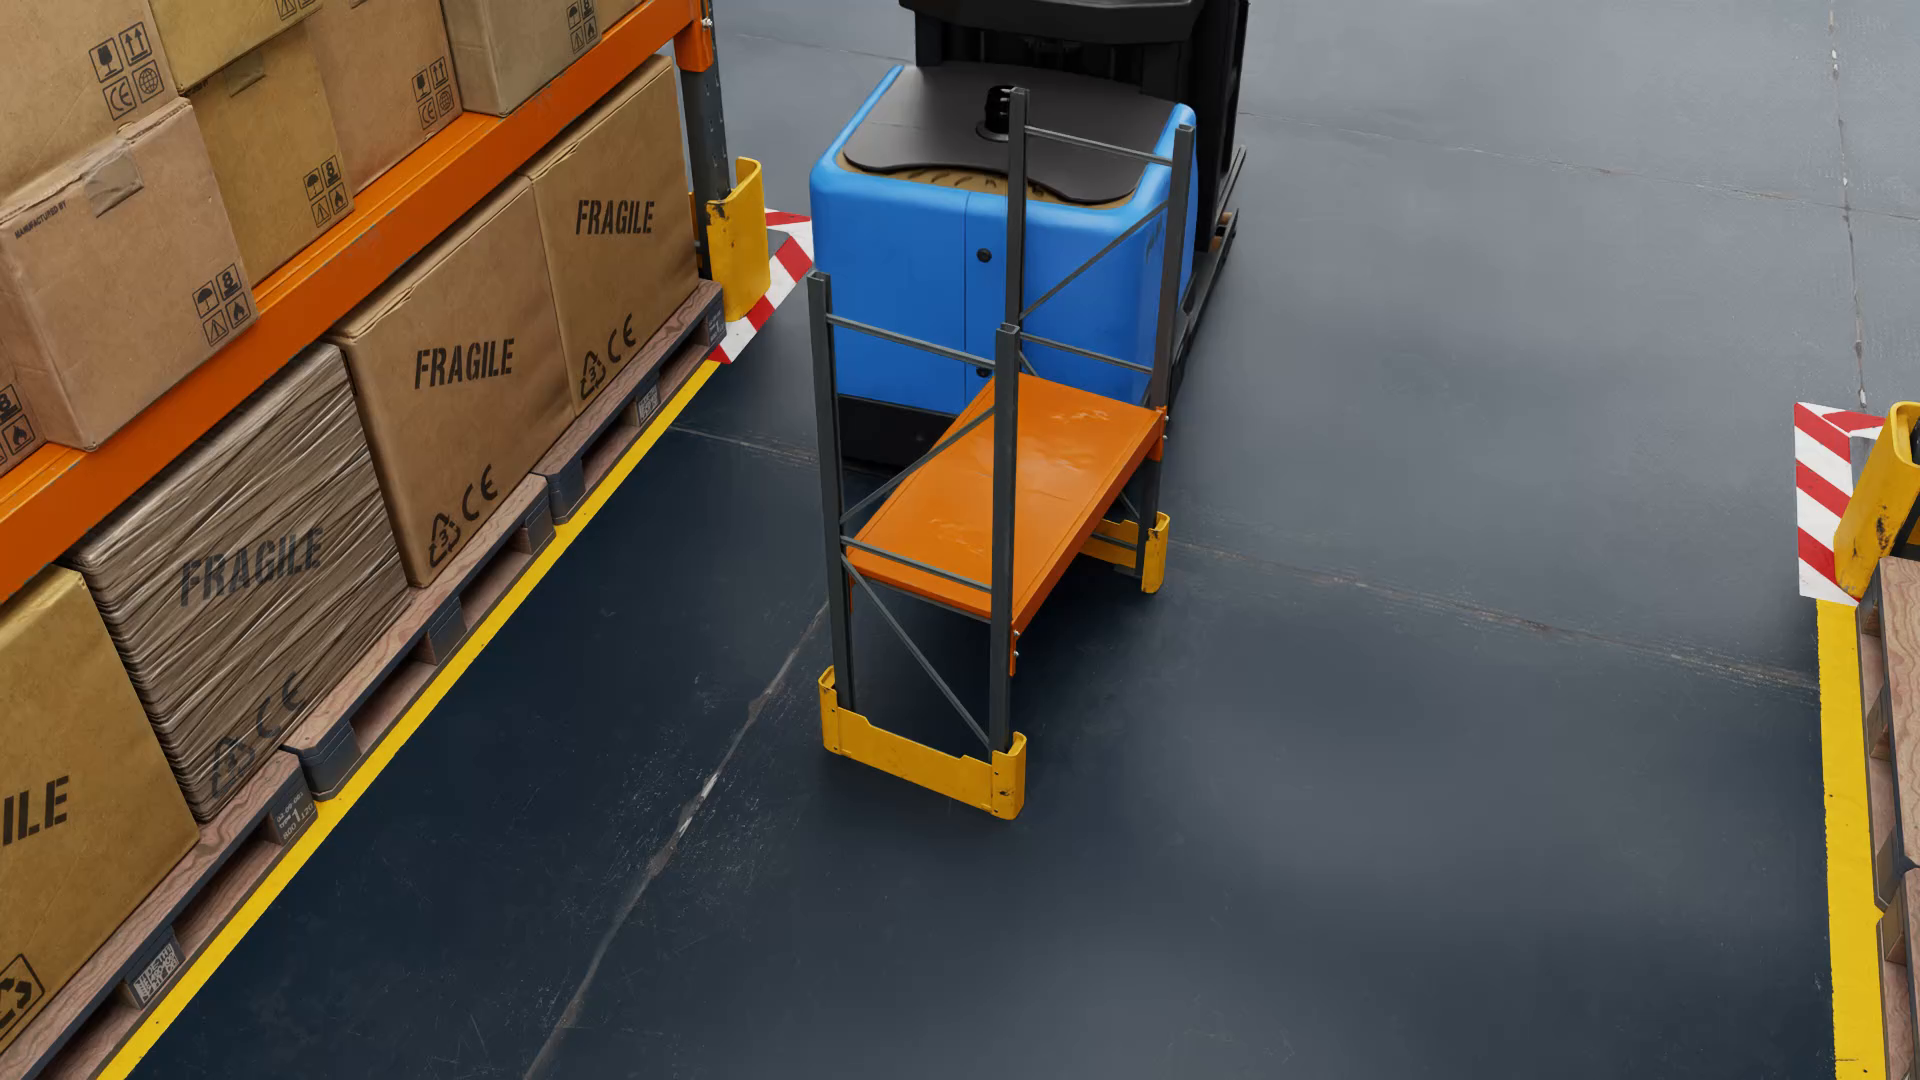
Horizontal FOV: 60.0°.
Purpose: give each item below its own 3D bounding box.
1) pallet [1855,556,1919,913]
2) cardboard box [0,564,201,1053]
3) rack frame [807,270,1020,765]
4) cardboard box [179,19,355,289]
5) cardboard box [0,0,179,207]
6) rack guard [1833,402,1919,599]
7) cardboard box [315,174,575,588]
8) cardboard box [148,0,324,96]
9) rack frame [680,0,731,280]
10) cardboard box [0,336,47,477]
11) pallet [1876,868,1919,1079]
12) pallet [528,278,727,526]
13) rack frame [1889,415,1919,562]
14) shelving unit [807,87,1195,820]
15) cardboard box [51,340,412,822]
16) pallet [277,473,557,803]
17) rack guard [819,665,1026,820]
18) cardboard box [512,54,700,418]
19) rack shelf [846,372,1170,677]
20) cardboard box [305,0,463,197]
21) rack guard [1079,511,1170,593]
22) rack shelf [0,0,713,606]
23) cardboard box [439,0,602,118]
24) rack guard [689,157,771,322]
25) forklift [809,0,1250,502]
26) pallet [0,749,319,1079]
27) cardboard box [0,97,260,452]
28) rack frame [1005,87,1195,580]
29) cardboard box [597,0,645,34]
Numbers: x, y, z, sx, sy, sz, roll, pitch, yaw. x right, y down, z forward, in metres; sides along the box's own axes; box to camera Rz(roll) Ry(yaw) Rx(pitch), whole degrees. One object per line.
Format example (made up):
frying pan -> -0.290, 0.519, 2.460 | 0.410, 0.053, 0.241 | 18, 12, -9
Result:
pallet -> 2.964, 0.596, 4.388 | 1.003, 0.211, 1.213 | 13, 42, 15
cardboard box -> -2.413, 0.559, 3.597 | 0.875, 0.875, 0.875 | 14, 42, 16
rack frame -> -0.104, 0.063, 4.021 | 0.500, 1.500, 0.032 | 18, 44, 20
cardboard box -> -2.029, -0.995, 3.990 | 0.875, 0.550, 0.500 | 13, 42, 15
cardboard box -> -2.142, -1.067, 3.241 | 0.875, 0.550, 0.550 | 13, 42, 15
rack guard -> 3.275, -0.001, 4.866 | 1.175, 0.500, 0.348 | 13, 42, 15
cardboard box -> -1.794, -0.547, 4.893 | 0.875, 0.875, 0.875 | 13, 42, 14
cardboard box -> -1.968, -1.392, 3.622 | 0.875, 0.550, 0.500 | 13, 42, 15
rack frame -> -1.326, -2.161, 5.472 | 1.000, 3.000, 0.127 | 13, 42, 15
cardboard box -> -2.412, -0.346, 3.229 | 0.875, 0.550, 0.550 | 13, 42, 15
pallet -> 2.545, 1.338, 3.519 | 1.003, 0.211, 1.213 | 13, 42, 15
pallet -> -1.525, -0.595, 5.785 | 1.003, 0.211, 1.213 | 13, 42, 15
rack frame -> 3.301, -0.998, 4.109 | 1.000, 3.000, 0.127 | 13, 42, 15
shelving unit -> 0.123, -0.226, 4.359 | 0.587, 1.500, 1.083 | 18, 44, 20
cardboard box -> -2.108, 0.009, 4.242 | 0.875, 0.875, 0.875 | 14, 42, 15
pallet -> -1.944, 0.147, 4.916 | 1.003, 0.211, 1.213 | 13, 42, 15
rack guard -> -0.103, 0.538, 4.427 | 0.587, 0.250, 0.087 | 18, 44, 20
cardboard box -> -1.495, -1.084, 5.523 | 0.875, 0.875, 0.875 | 14, 42, 15
rack shelf -> 0.127, -0.094, 4.482 | 0.538, 0.185, 1.000 | 18, 44, 20
cardboard box -> -1.887, -1.328, 4.379 | 0.875, 0.550, 0.550 | 13, 42, 15
rack guard -> 0.349, -0.038, 5.102 | 0.587, 0.250, 0.087 | 18, 44, 20
rack shelf -> -2.009, -0.667, 4.275 | 1.077, 0.370, 4.000 | 13, 42, 15
cardboard box -> -1.577, -1.641, 4.747 | 0.875, 0.550, 0.550 | 13, 42, 15
rack guard -> -1.317, -1.225, 6.300 | 1.175, 0.500, 0.348 | 13, 42, 15
forklift -> 0.464, -2.196, 5.566 | 1.130, 2.935, 3.031 | 11, 42, 13
pallet -> -2.360, 0.893, 4.040 | 1.003, 0.211, 1.213 | 13, 42, 15
cardboard box -> -2.116, -0.650, 3.585 | 0.875, 0.550, 0.550 | 13, 42, 15
rack frame -> 0.358, -0.525, 4.710 | 0.500, 1.500, 0.032 | 18, 44, 20
cardboard box -> -1.410, -1.982, 5.146 | 0.875, 0.550, 0.550 | 13, 42, 15
